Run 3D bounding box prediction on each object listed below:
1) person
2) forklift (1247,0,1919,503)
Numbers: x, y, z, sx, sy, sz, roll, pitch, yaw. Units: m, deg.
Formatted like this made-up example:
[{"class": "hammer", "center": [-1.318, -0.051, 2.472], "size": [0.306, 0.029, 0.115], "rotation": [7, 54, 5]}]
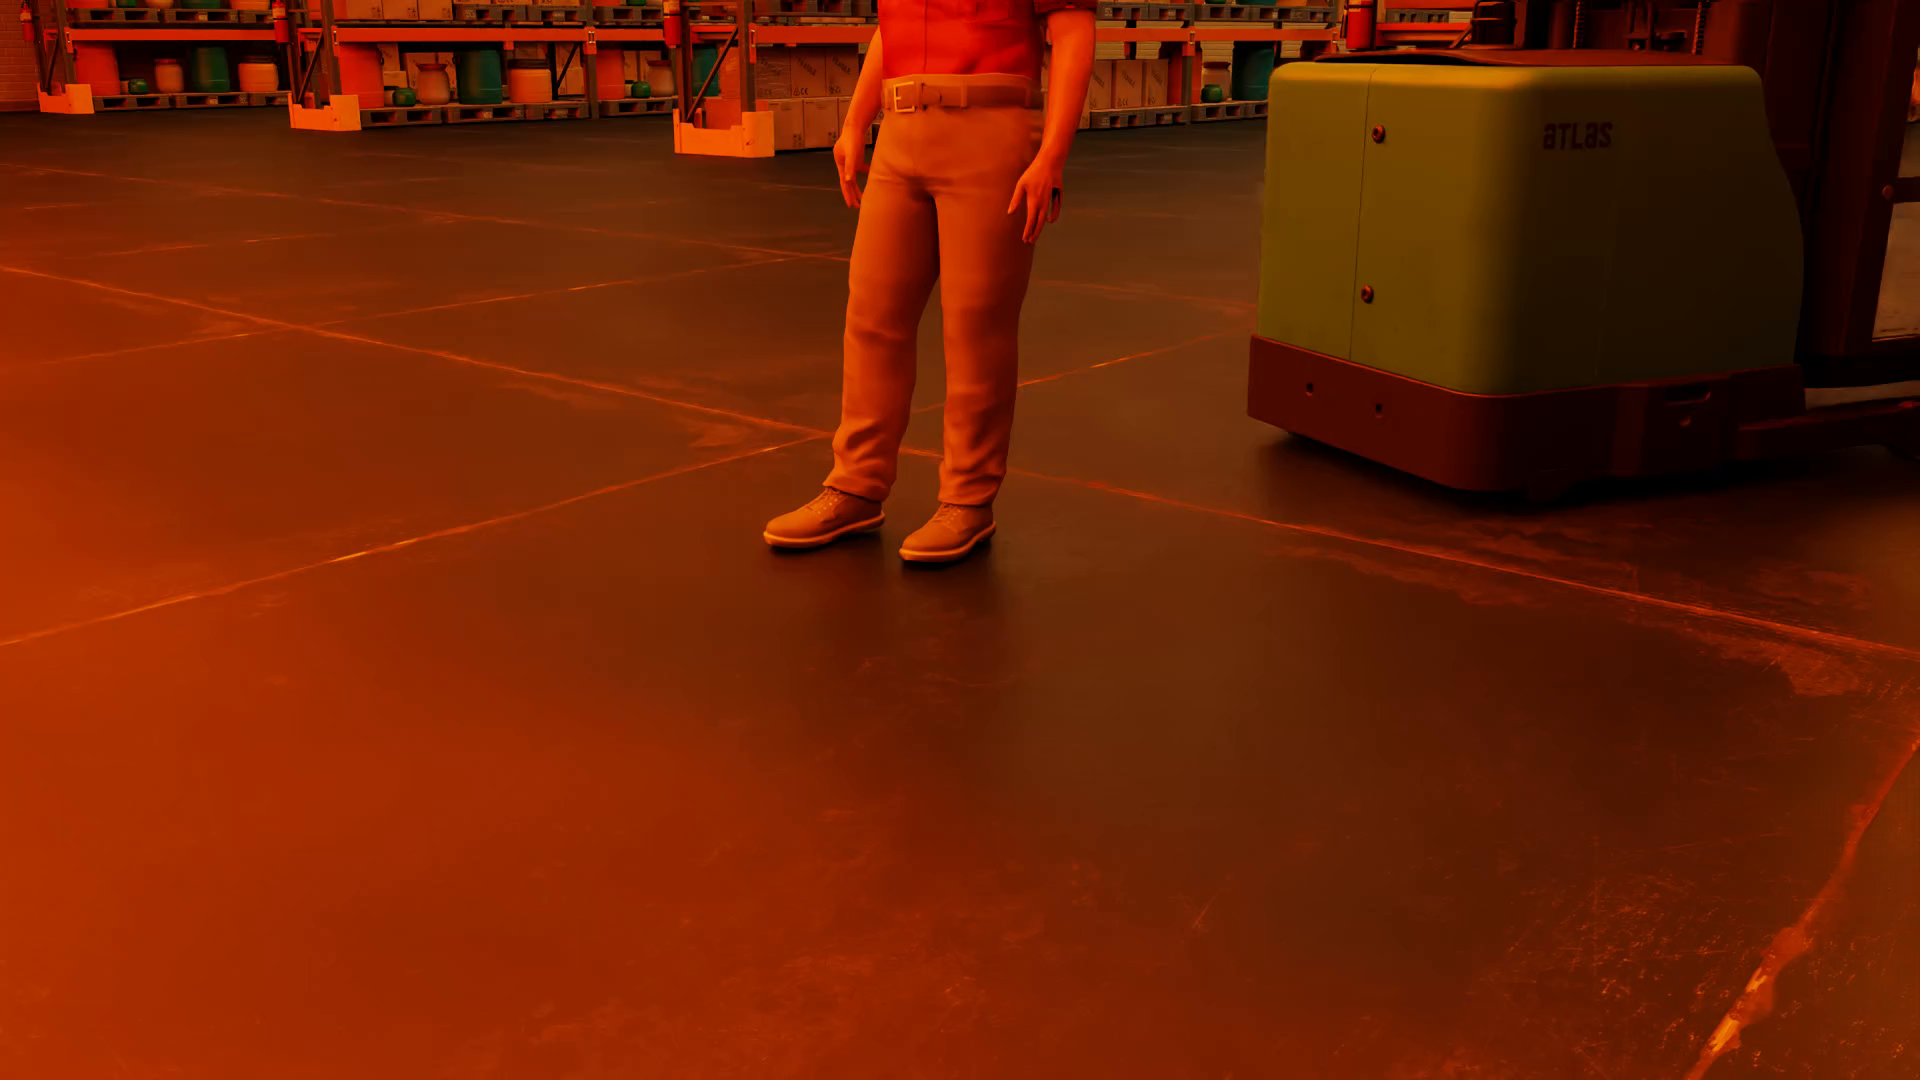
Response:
[{"class": "person", "center": [-0.066, -0.816, 3.629], "size": [0.641, 1.727, 0.550], "rotation": [13, 21, 37]}, {"class": "forklift", "center": [2.410, -1.761, 4.696], "size": [3.031, 2.935, 1.130], "rotation": [-7, 18, -23]}]
